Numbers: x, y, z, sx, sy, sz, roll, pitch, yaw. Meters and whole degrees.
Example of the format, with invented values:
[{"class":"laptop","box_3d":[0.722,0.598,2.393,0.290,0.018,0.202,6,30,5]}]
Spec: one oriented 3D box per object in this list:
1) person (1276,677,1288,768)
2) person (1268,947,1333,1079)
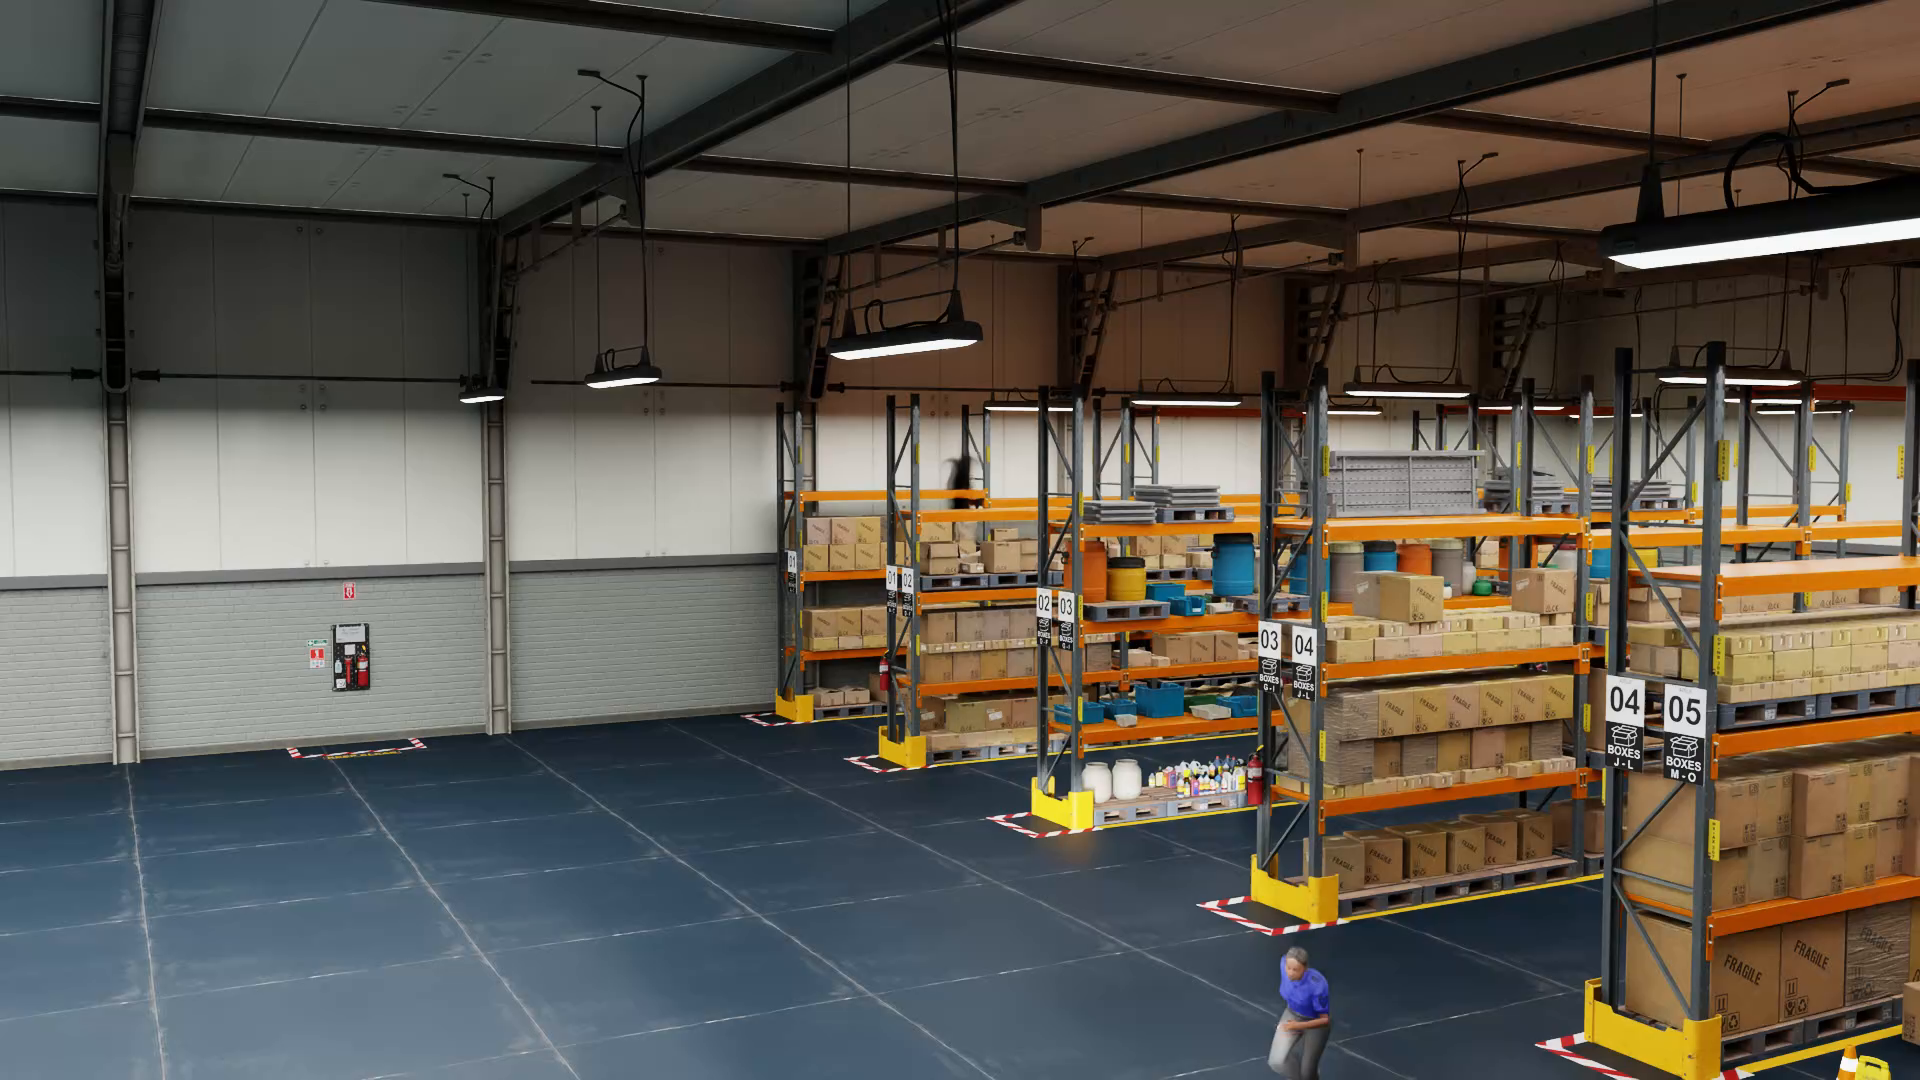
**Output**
[{"class":"person","box_3d":[5.065,2.802,26.611,0.662,1.724,0.701,-1,4,-24]},{"class":"person","box_3d":[2.629,3.726,12.702,0.543,1.418,0.980,2,4,35]}]
